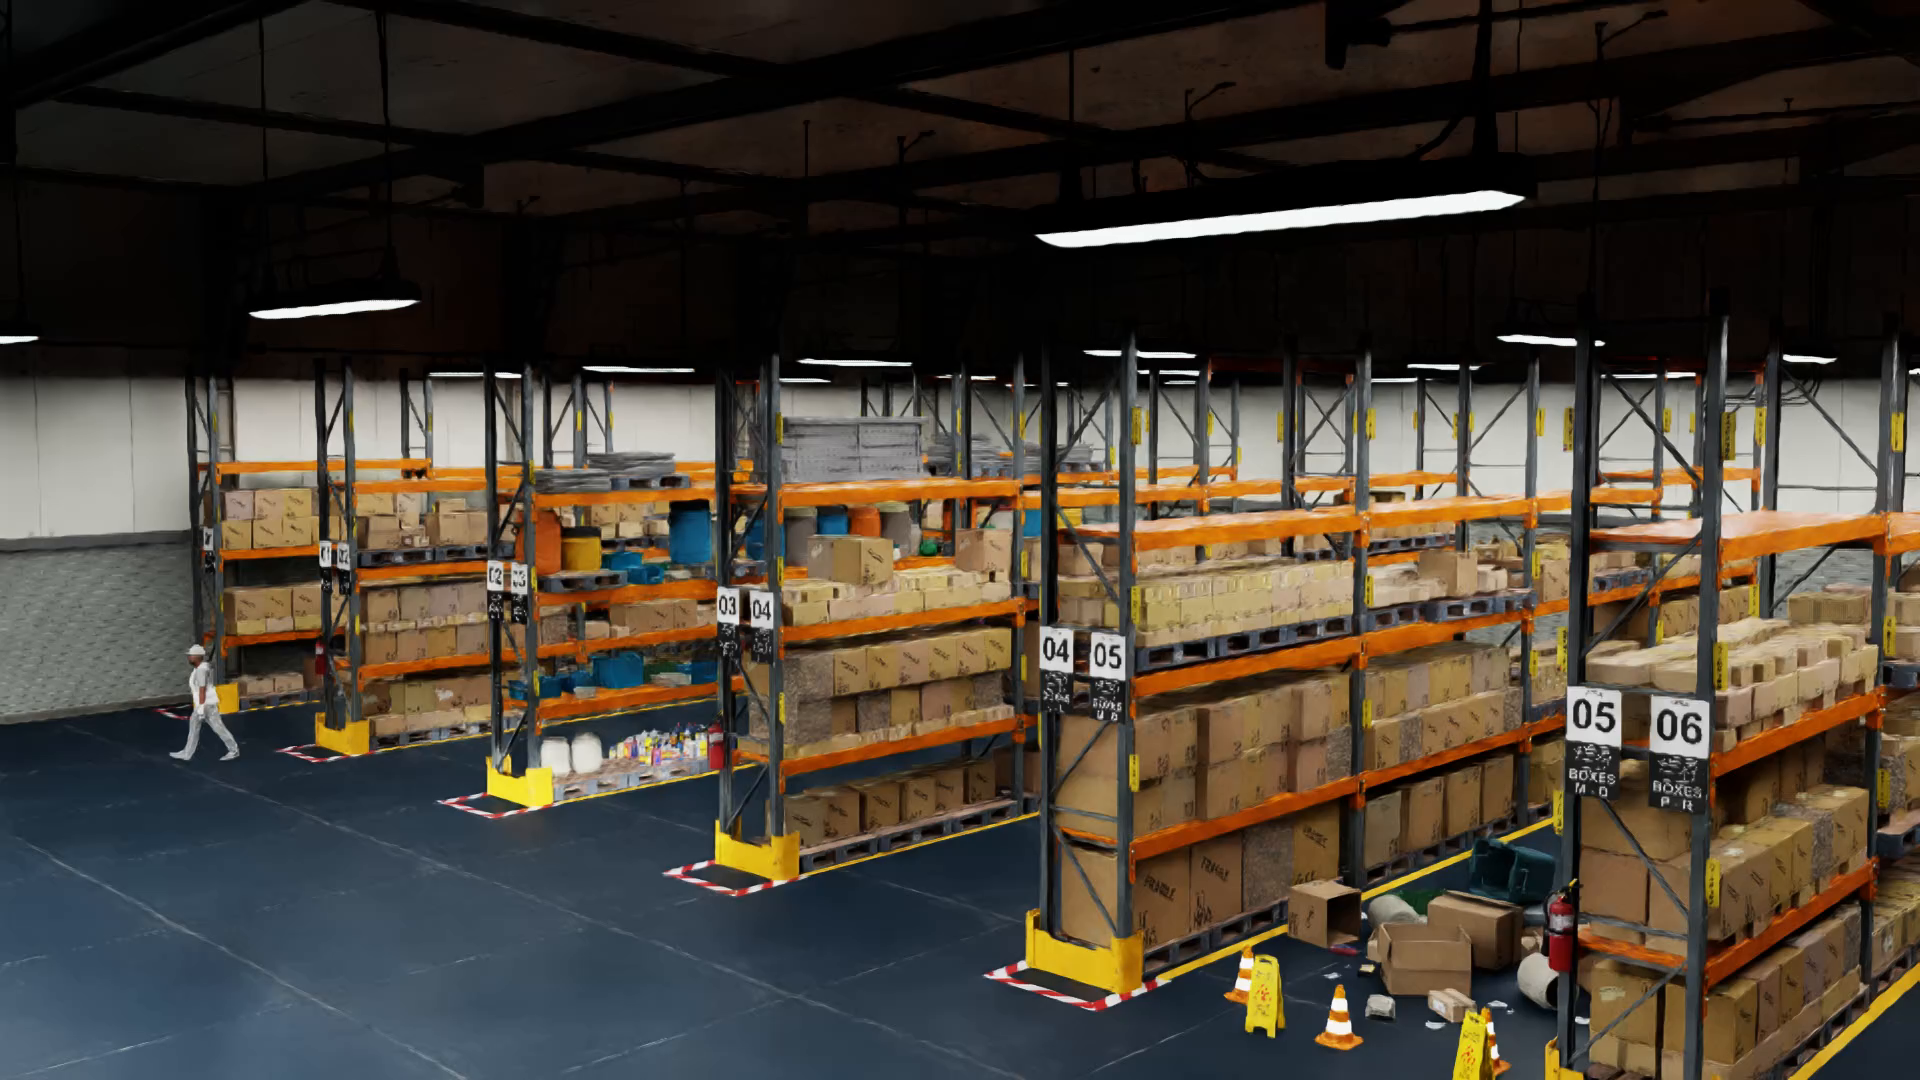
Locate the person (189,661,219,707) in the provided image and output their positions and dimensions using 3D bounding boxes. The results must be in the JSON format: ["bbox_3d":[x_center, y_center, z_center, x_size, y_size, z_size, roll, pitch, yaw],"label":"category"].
[{"bbox_3d":[-11.172,2.128,24.579,0.392,0.664,0.561,-2,5,-23],"label":"person"}]

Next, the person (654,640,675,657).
[{"bbox_3d":[-5.789,1.903,32.165,1.086,1.553,0.495,-4,6,-44],"label":"person"}]
